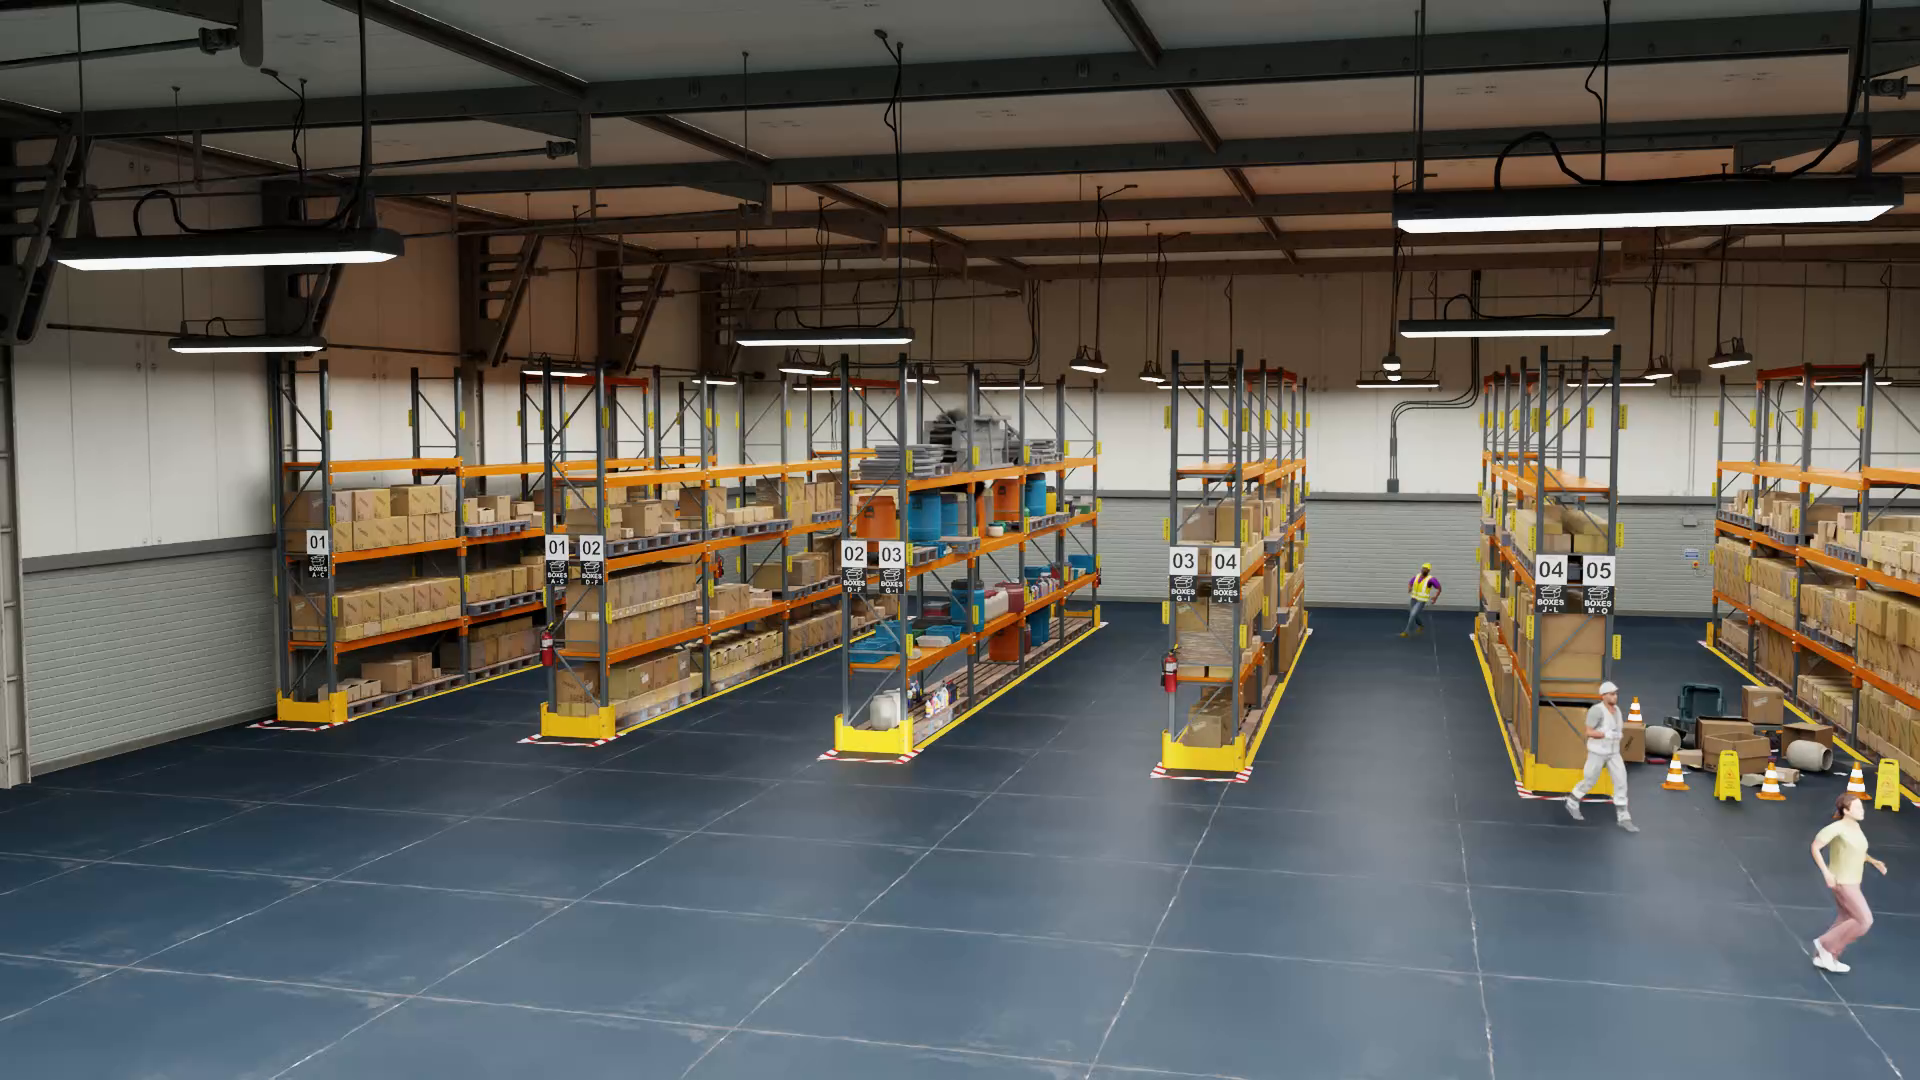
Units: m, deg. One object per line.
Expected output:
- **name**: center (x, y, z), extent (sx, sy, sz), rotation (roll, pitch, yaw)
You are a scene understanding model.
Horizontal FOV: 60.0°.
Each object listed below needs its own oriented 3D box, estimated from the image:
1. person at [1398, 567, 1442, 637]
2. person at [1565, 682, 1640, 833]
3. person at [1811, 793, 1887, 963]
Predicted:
- **person**: center (10.522, 1.439, 38.196), extent (0.937, 1.599, 0.759), rotation (-3, 5, -32)
- **person**: center (7.858, 2.612, 20.335), extent (0.609, 1.785, 0.992), rotation (-2, 4, -24)
- **person**: center (8.032, 3.071, 15.012), extent (0.587, 1.580, 0.543), rotation (-4, 6, -42)
